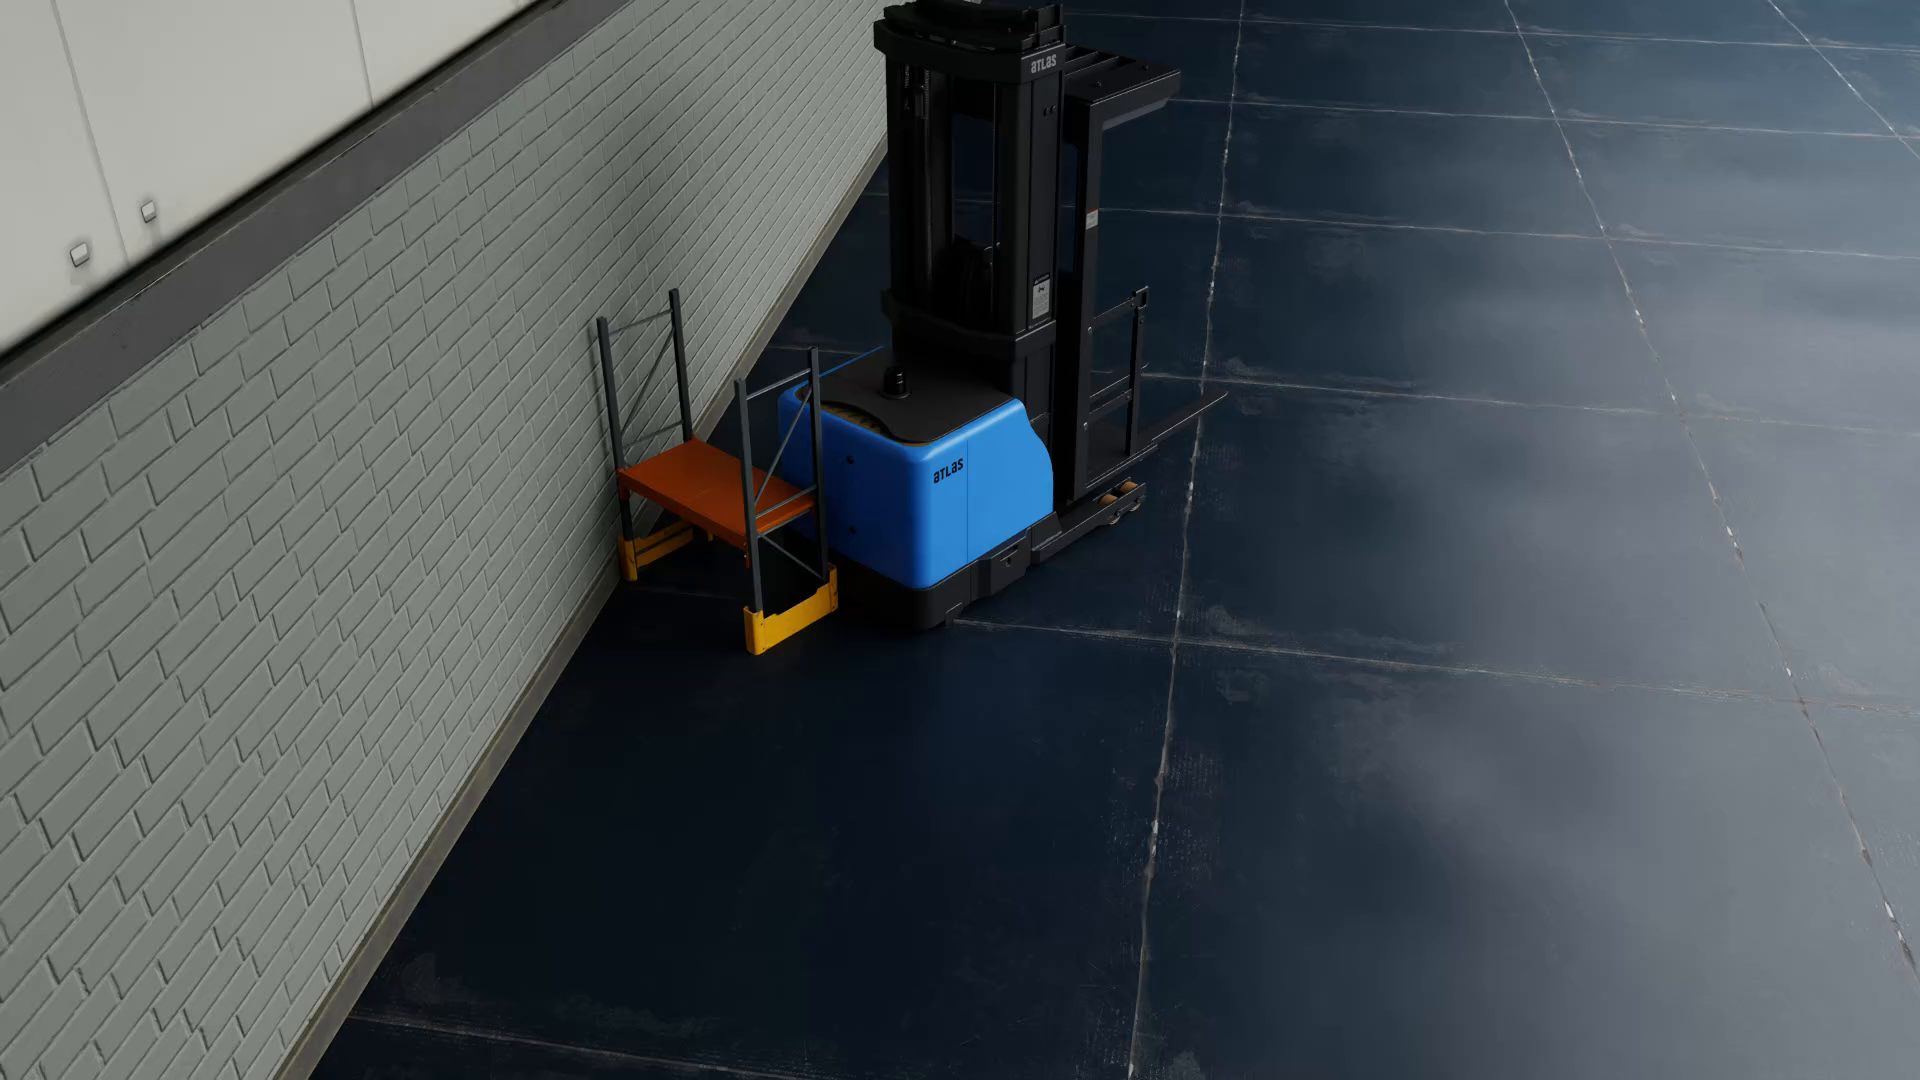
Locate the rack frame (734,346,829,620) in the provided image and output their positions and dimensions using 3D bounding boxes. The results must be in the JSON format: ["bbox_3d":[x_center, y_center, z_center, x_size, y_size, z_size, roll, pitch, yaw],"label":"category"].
[{"bbox_3d":[-0.854,-0.184,8.131,0.032,1.500,0.500,26,40,35],"label":"rack frame"}]

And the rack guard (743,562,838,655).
[{"bbox_3d":[-0.854,0.345,8.463,0.087,0.250,0.587,26,40,35],"label":"rack guard"}]

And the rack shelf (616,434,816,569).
[{"bbox_3d":[-1.231,-0.213,8.515,1.000,0.185,0.538,26,40,35],"label":"rack shelf"}]

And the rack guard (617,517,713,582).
[{"bbox_3d":[-1.594,-0.009,9.029,0.087,0.250,0.587,26,40,35],"label":"rack guard"}]

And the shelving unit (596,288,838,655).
[{"bbox_3d":[-1.224,-0.362,8.414,1.083,1.500,0.587,26,40,35],"label":"shelving unit"}]

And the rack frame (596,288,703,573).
[{"bbox_3d":[-1.609,-0.546,8.708,0.032,1.500,0.500,26,40,35],"label":"rack frame"}]

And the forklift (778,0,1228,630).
[{"bbox_3d":[0.412,-1.490,8.868,1.130,2.935,3.031,25,40,34],"label":"forklift"}]
